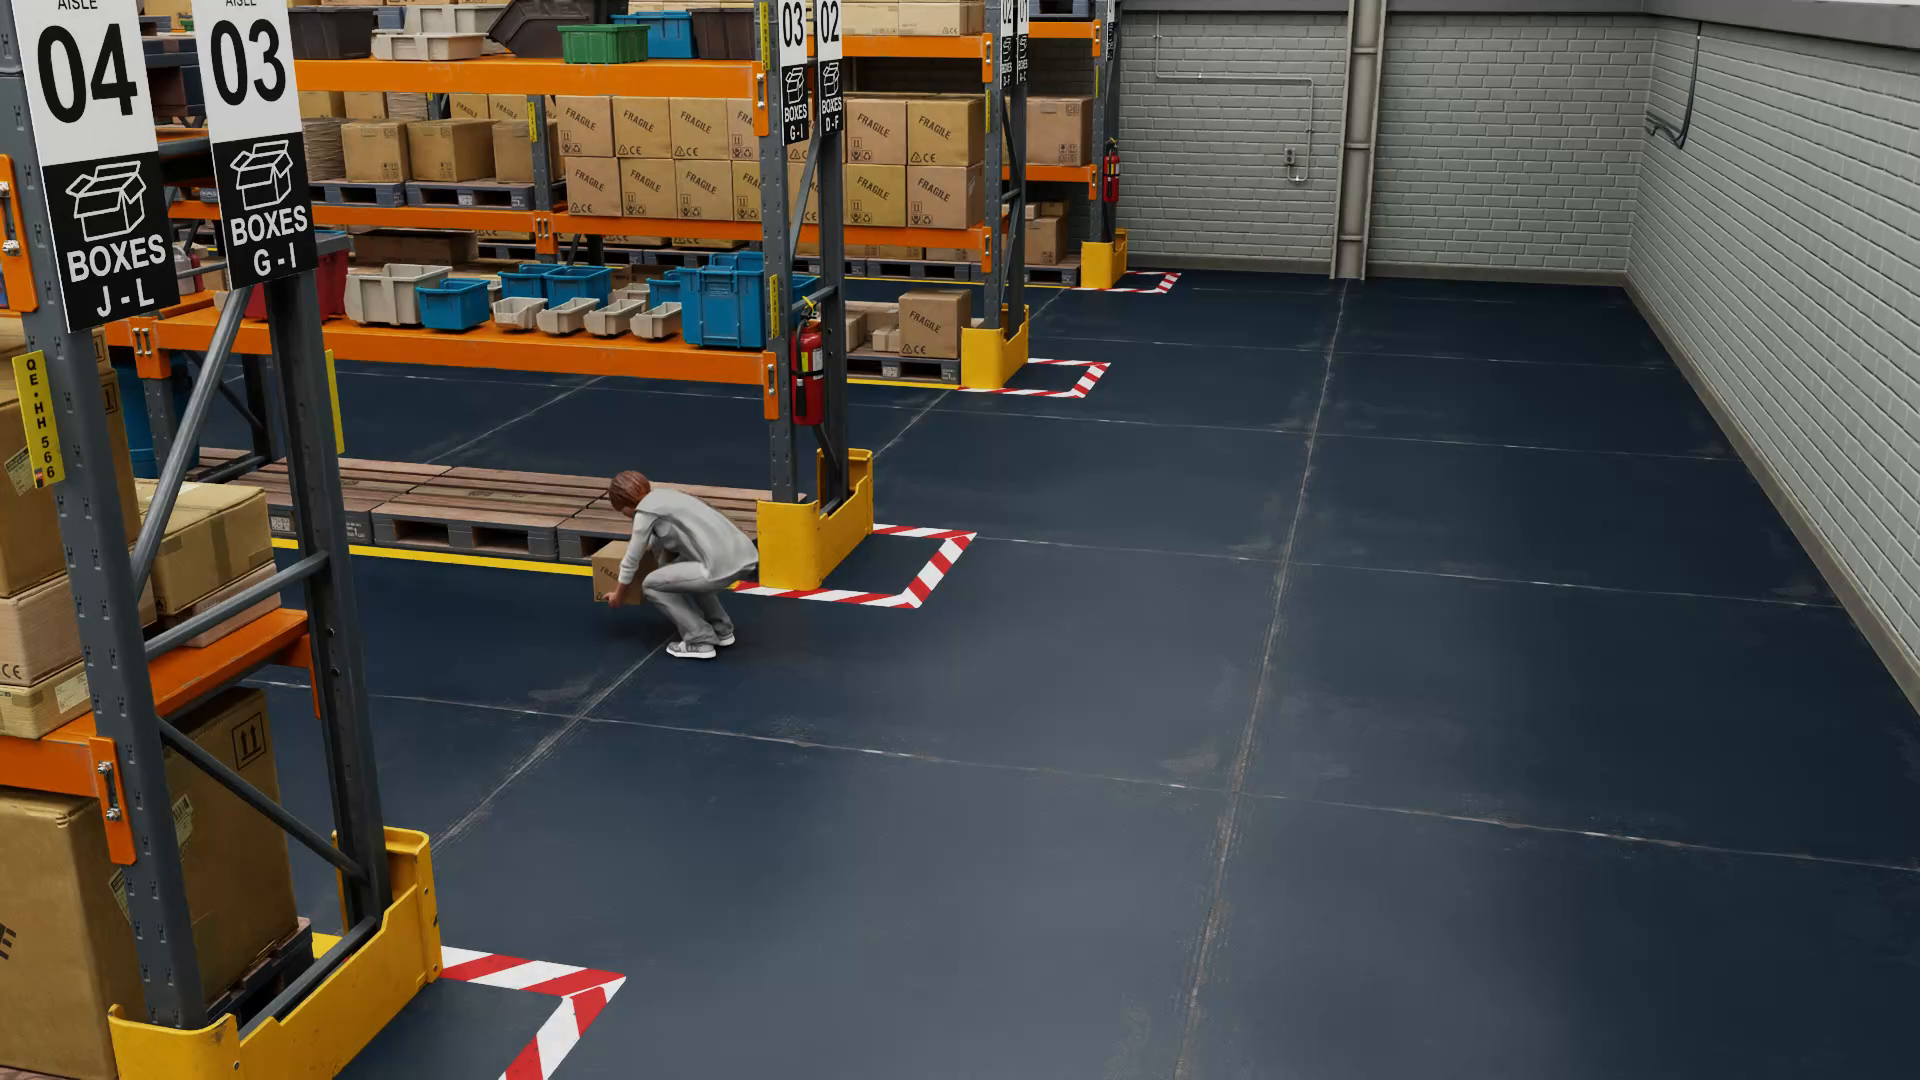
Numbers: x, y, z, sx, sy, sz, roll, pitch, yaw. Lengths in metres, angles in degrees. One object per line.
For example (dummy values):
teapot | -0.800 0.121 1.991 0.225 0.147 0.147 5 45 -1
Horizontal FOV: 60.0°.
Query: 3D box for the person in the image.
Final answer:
person | -1.426 0.113 8.359 0.888 0.890 0.417 9 21 26
